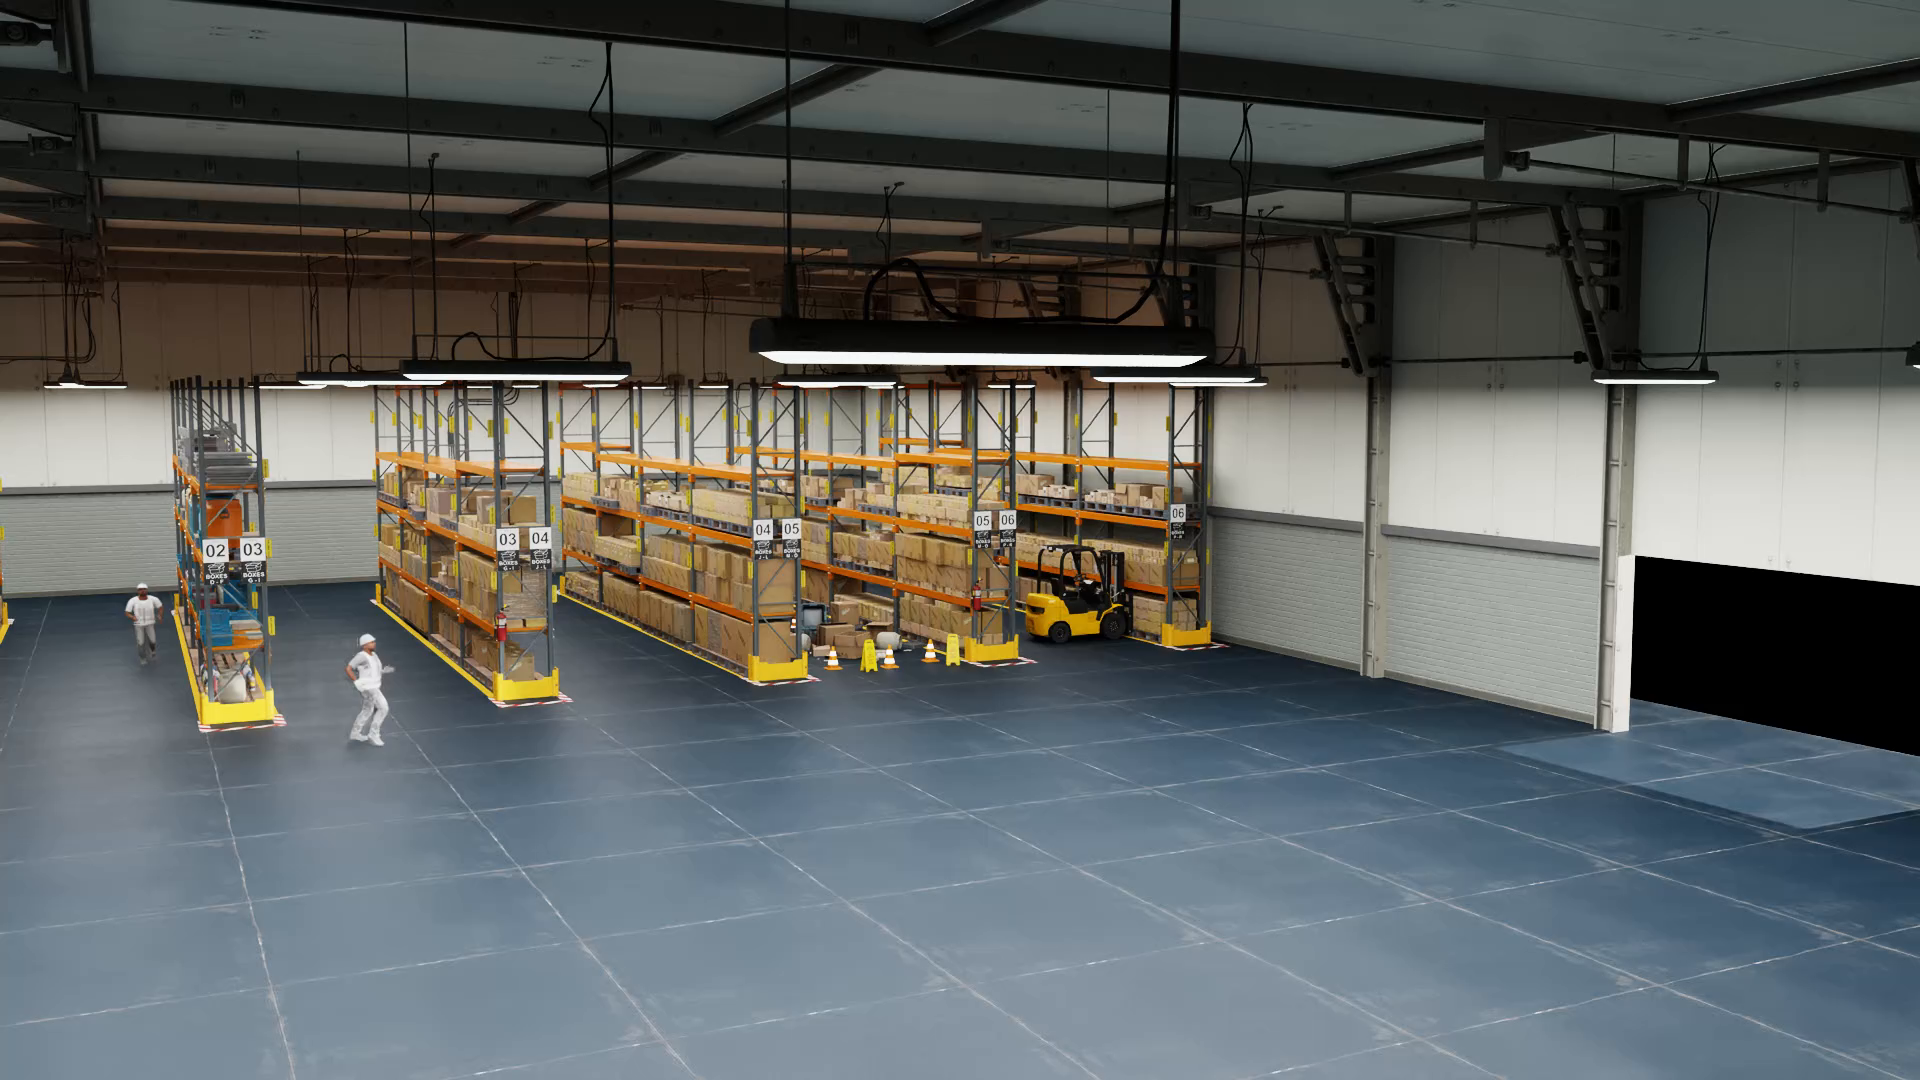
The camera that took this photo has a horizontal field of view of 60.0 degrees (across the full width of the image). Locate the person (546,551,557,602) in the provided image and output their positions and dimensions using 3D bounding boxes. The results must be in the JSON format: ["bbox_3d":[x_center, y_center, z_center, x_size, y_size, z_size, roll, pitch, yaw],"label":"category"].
[{"bbox_3d":[-11.240,0.872,45.069,0.647,1.727,0.909,-2,6,-23],"label":"person"}]

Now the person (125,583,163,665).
[{"bbox_3d":[-17.046,1.769,34.772,0.737,1.727,0.582,-3,6,-28],"label":"person"}]

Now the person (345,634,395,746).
[{"bbox_3d":[-9.559,2.439,26.985,0.747,1.826,0.654,-1,5,-7],"label":"person"}]
